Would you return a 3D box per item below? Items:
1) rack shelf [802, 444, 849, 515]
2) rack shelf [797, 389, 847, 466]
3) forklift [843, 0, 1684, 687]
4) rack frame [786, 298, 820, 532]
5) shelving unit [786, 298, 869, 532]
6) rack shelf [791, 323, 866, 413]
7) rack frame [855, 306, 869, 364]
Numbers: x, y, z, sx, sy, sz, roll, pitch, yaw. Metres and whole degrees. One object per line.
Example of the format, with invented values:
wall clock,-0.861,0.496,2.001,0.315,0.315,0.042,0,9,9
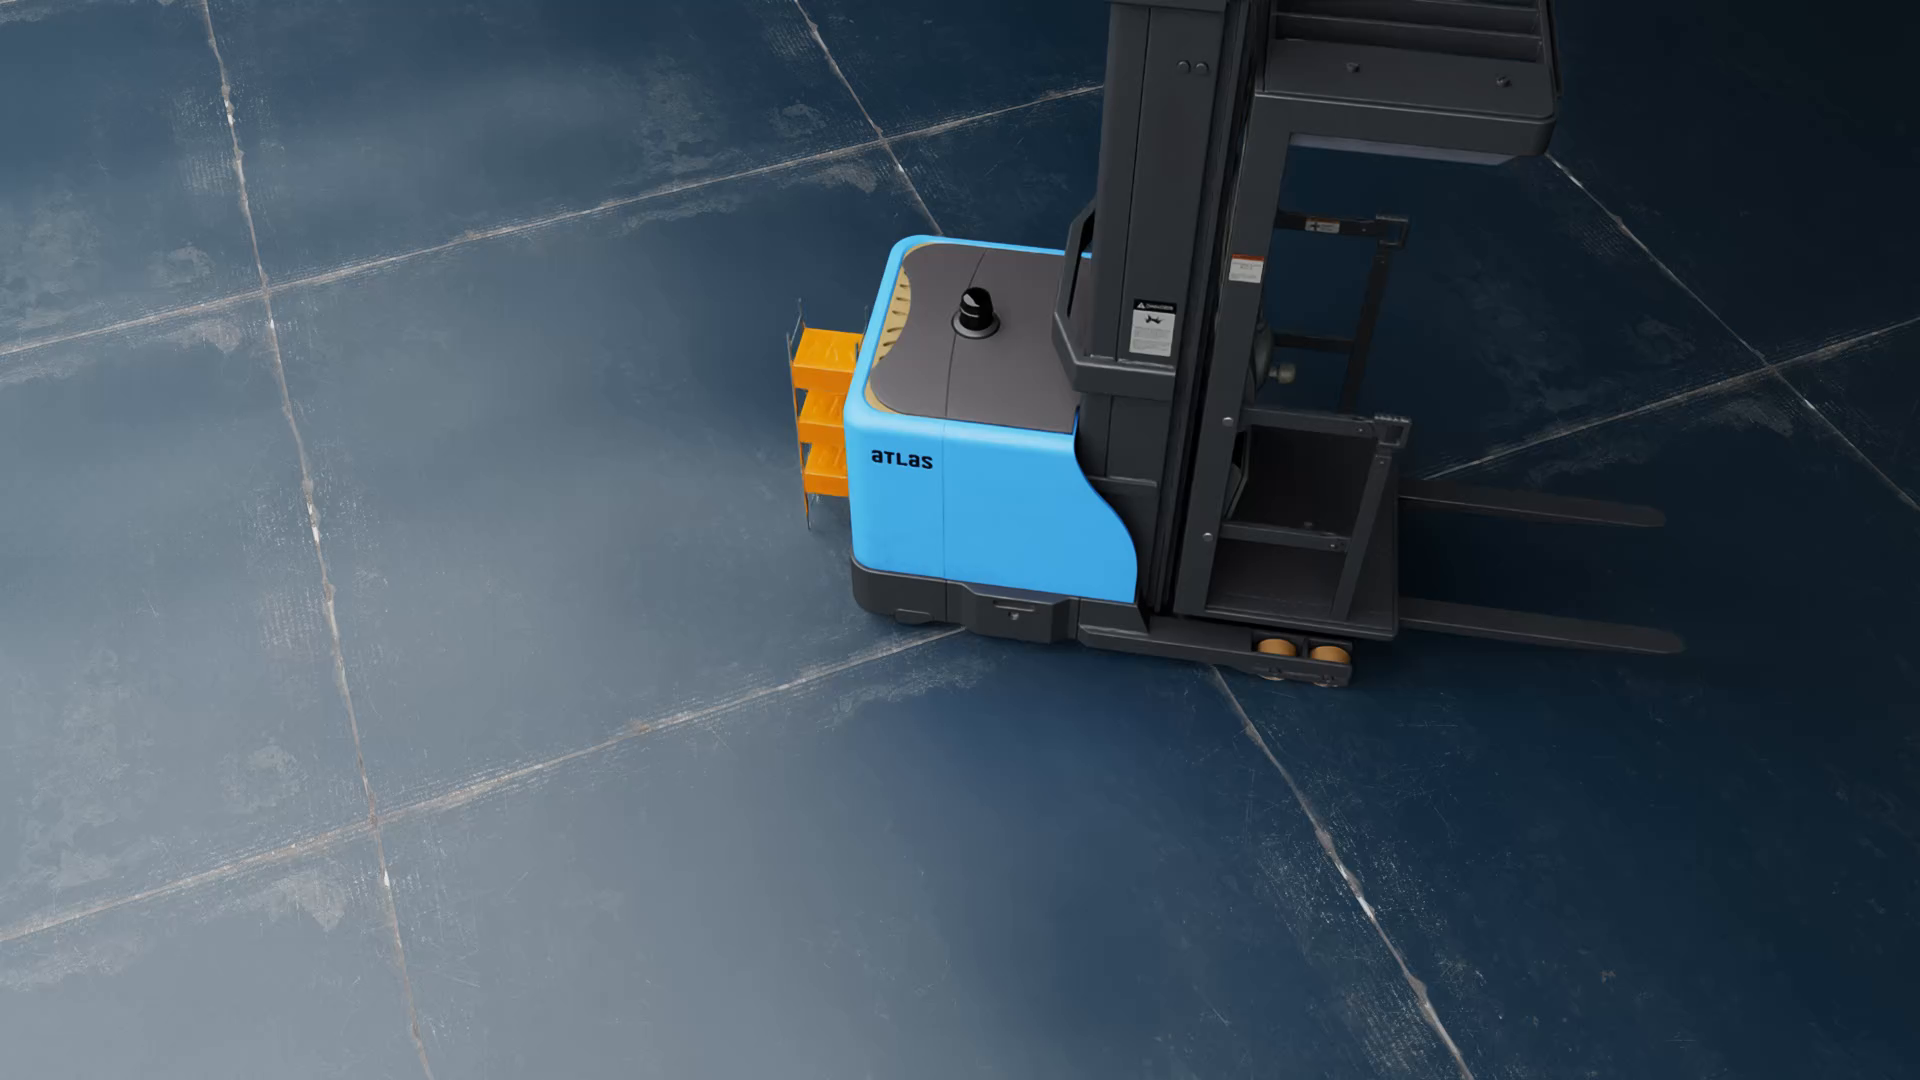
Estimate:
rack shelf,-0.468,-0.246,6.490,0.240,0.259,0.215,7,50,6
rack shelf,-0.468,-0.427,6.279,0.240,0.259,0.215,7,50,6
forklift,1.156,-0.850,5.389,3.031,2.935,1.130,7,50,6
rack frame,-0.588,-0.449,6.284,0.008,1.050,0.200,7,50,6
shelving unit,-0.468,-0.434,6.271,0.252,1.050,0.215,7,50,6
rack shelf,-0.468,-0.612,6.064,0.240,0.259,0.215,7,50,6
rack frame,-0.348,-0.418,6.258,0.008,1.050,0.200,7,50,6
